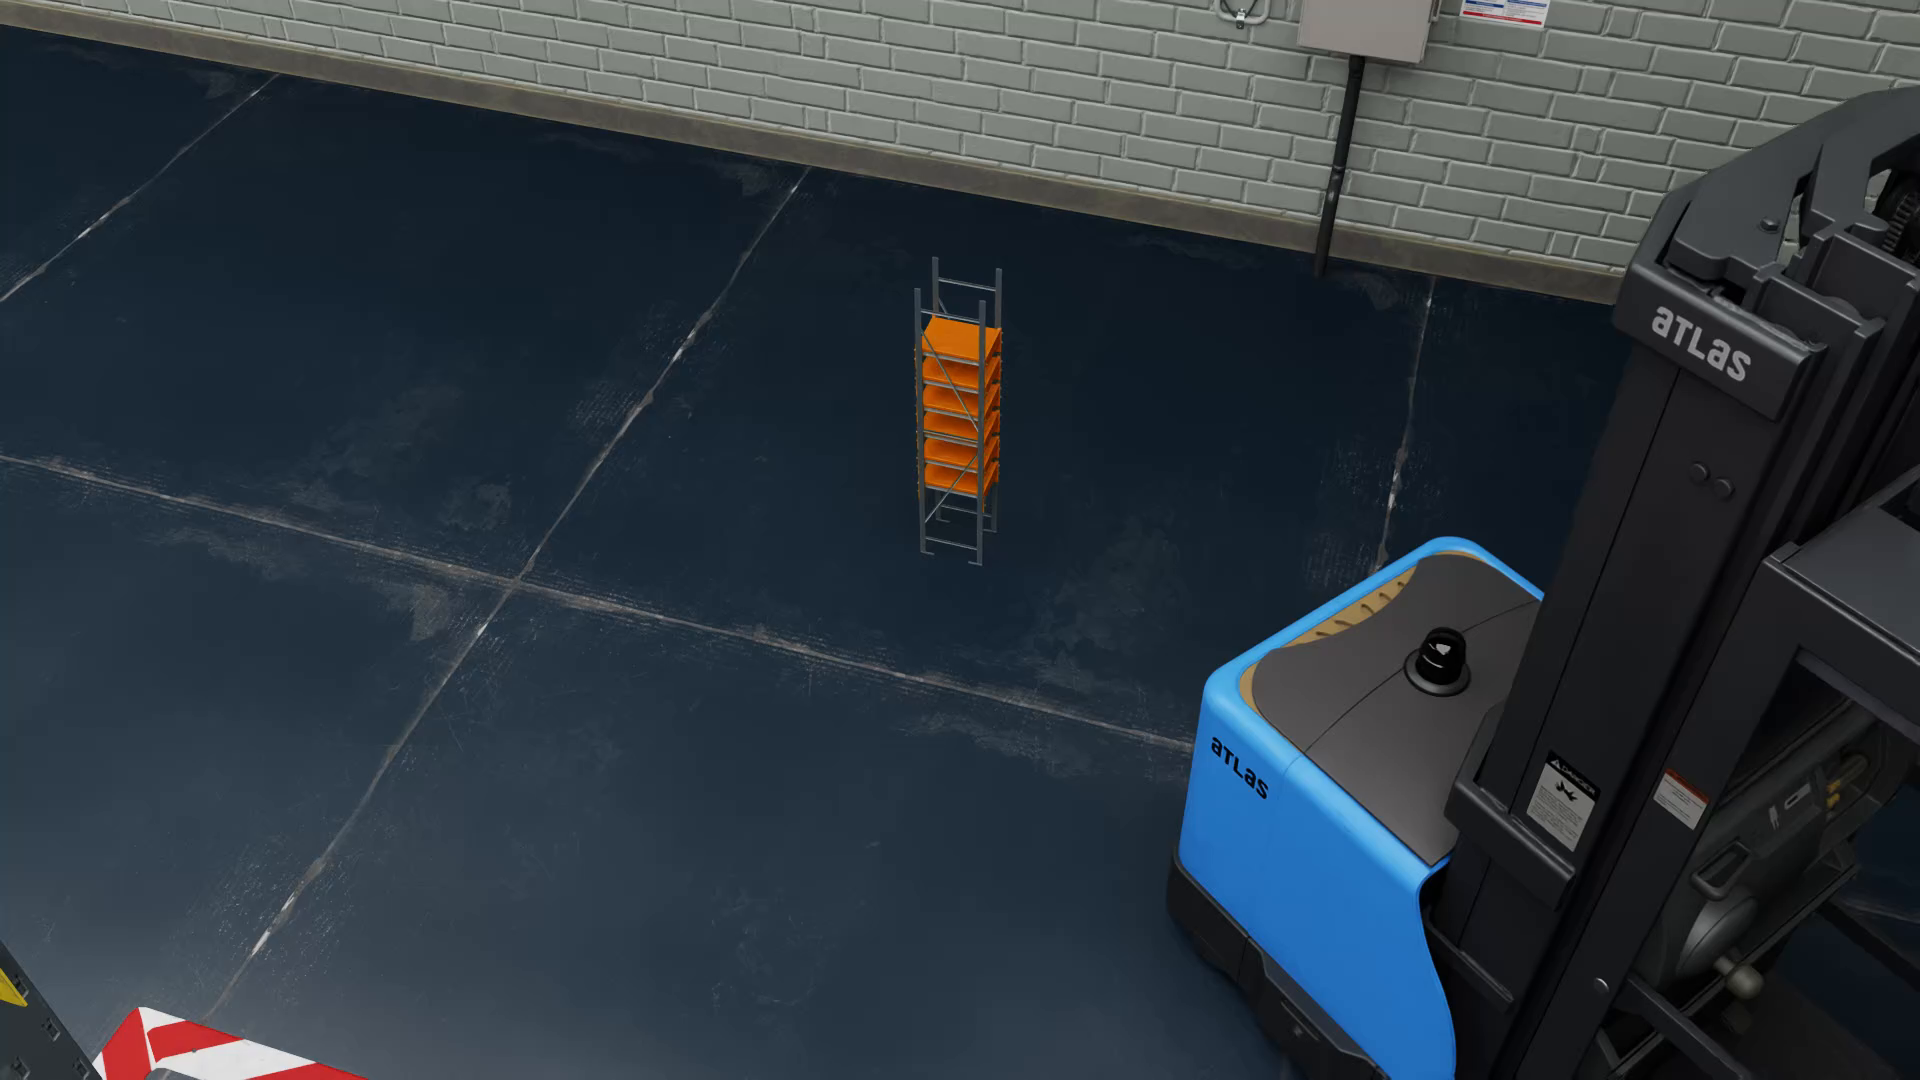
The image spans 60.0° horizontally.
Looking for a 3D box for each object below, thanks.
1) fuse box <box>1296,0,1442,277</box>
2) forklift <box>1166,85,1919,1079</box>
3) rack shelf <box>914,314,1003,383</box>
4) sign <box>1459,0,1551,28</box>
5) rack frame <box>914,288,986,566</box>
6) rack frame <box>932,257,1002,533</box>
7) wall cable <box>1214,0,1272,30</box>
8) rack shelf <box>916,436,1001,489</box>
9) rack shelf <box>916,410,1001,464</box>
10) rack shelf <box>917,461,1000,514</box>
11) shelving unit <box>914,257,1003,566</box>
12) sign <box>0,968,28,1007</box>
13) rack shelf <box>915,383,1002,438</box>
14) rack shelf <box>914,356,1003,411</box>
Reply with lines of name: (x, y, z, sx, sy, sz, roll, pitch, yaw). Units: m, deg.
fuse box: (1.627, -1.785, 6.850, 0.539, 1.711, 0.414, 13, 46, 13)
forklift: (1.900, 0.714, 3.424, 1.130, 2.935, 3.031, -27, 51, -25)
rack shelf: (-0.004, -0.645, 5.600, 0.258, 0.103, 0.180, 13, 46, 12)
sign: (2.160, -2.245, 6.467, 0.329, 0.494, 0.001, 13, 46, 13)
rack frame: (-0.032, -0.358, 5.758, 0.240, 1.200, 0.006, 13, 46, 12)
rack frame: (0.023, -0.480, 5.883, 0.240, 1.200, 0.006, 13, 46, 12)
wall cable: (1.024, -2.858, 6.299, 0.588, 1.984, 0.122, 13, 46, 13)
rack shelf: (-0.004, -0.302, 5.936, 0.258, 0.103, 0.180, 13, 46, 12)
rack shelf: (-0.004, -0.387, 5.852, 0.258, 0.103, 0.180, 13, 46, 12)
rack shelf: (-0.004, -0.216, 6.019, 0.258, 0.103, 0.180, 13, 46, 12)
shelving unit: (-0.004, -0.419, 5.821, 0.258, 1.200, 0.189, 13, 46, 12)
sign: (-1.504, 0.602, 2.493, 0.100, 0.325, 0.005, 13, 46, 13)
rack shelf: (-0.004, -0.473, 5.768, 0.258, 0.103, 0.180, 13, 46, 12)
rack shelf: (-0.004, -0.559, 5.684, 0.258, 0.103, 0.180, 13, 46, 12)
